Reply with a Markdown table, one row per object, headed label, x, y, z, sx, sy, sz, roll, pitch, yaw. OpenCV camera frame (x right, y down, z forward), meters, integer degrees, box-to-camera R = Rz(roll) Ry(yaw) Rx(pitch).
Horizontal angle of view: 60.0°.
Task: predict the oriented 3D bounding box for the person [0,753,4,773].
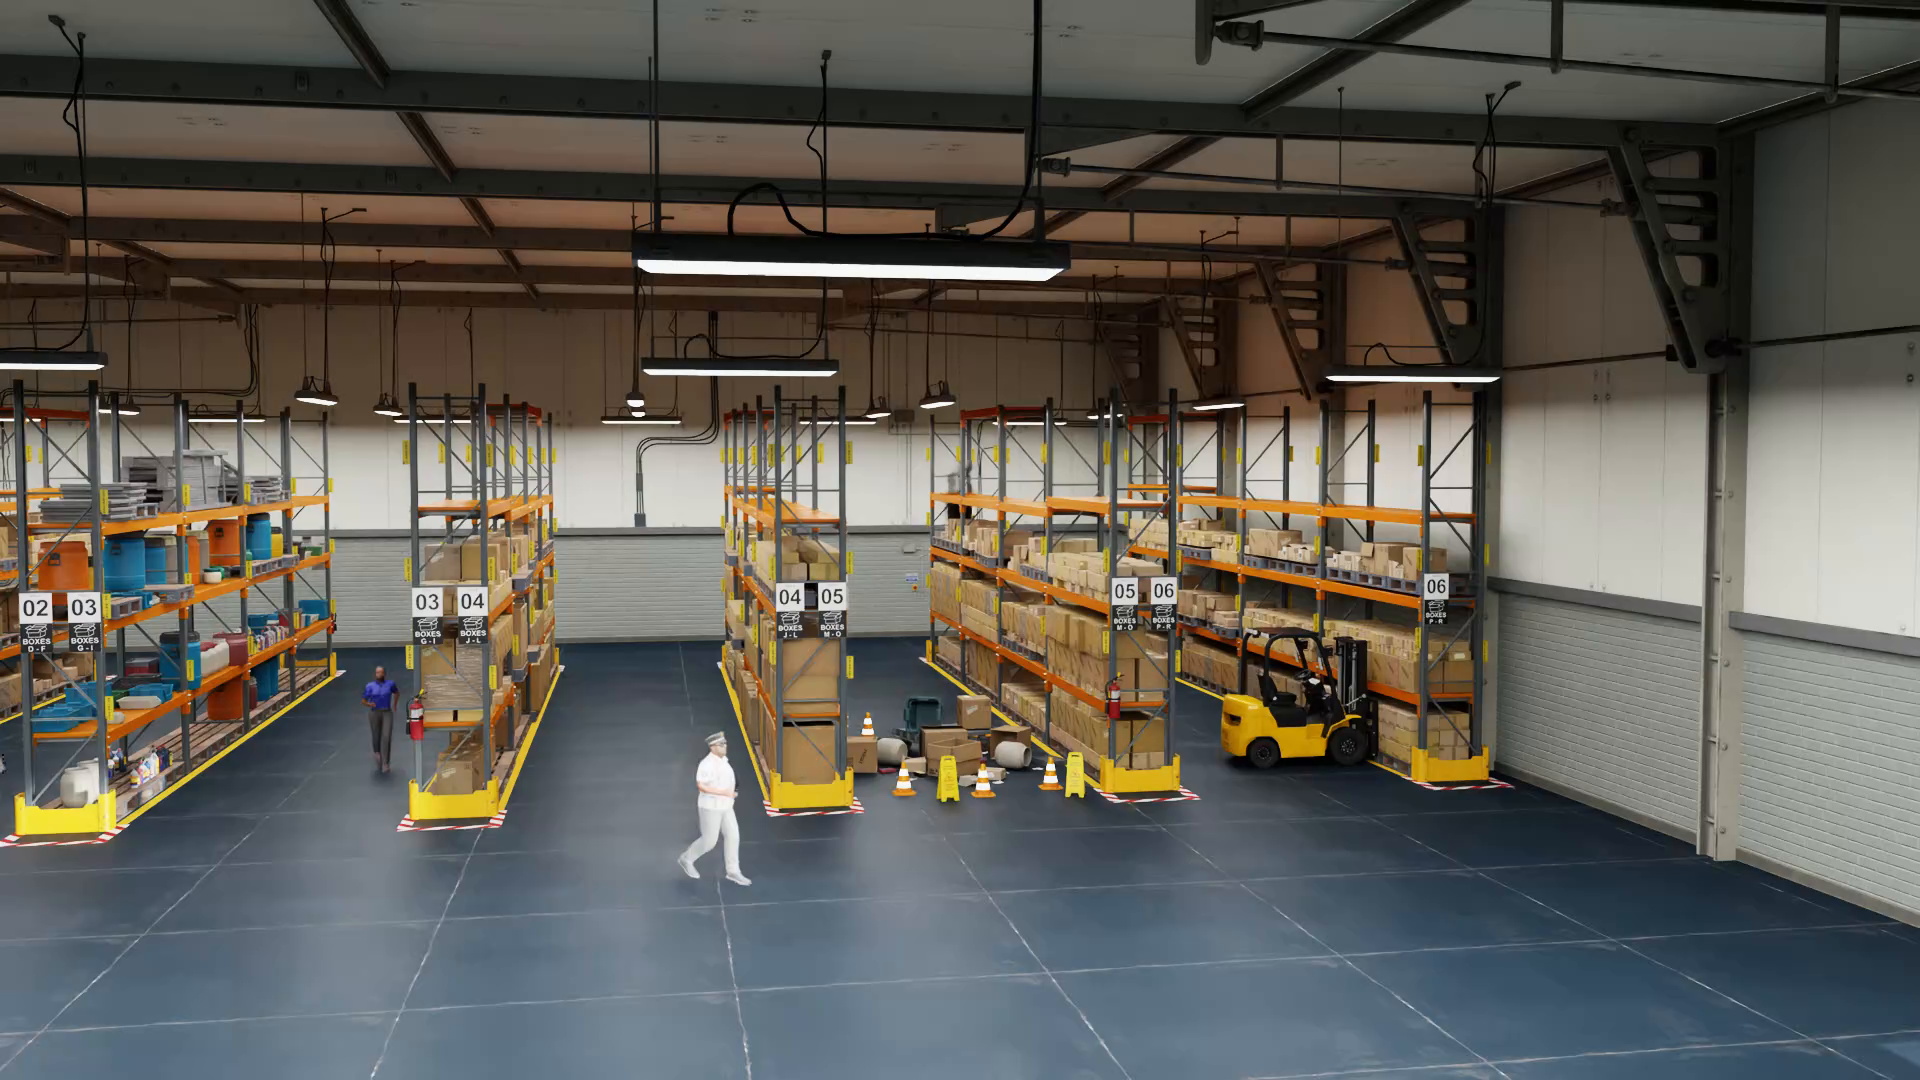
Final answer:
| label | x | y | z | sx | sy | sz | roll | pitch | yaw |
| --- | --- | --- | --- | --- | --- | --- | --- | --- | --- |
| person | -12.412 | 3.113 | 20.960 | 0.610 | 1.668 | 0.633 | 2 | 3 | 31 |

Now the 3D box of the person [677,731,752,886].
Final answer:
| label | x | y | z | sx | sy | sz | roll | pitch | yaw |
| --- | --- | --- | --- | --- | --- | --- | --- | --- | --- |
| person | -2.881 | 3.129 | 19.459 | 0.915 | 1.797 | 0.658 | 1 | 3 | 24 |

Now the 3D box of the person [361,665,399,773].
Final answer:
| label | x | y | z | sx | sy | sz | roll | pitch | yaw |
| --- | --- | --- | --- | --- | --- | --- | --- | --- | --- |
| person | -9.220 | 2.823 | 26.483 | 0.581 | 1.658 | 0.920 | -1 | 3 | -22 |
